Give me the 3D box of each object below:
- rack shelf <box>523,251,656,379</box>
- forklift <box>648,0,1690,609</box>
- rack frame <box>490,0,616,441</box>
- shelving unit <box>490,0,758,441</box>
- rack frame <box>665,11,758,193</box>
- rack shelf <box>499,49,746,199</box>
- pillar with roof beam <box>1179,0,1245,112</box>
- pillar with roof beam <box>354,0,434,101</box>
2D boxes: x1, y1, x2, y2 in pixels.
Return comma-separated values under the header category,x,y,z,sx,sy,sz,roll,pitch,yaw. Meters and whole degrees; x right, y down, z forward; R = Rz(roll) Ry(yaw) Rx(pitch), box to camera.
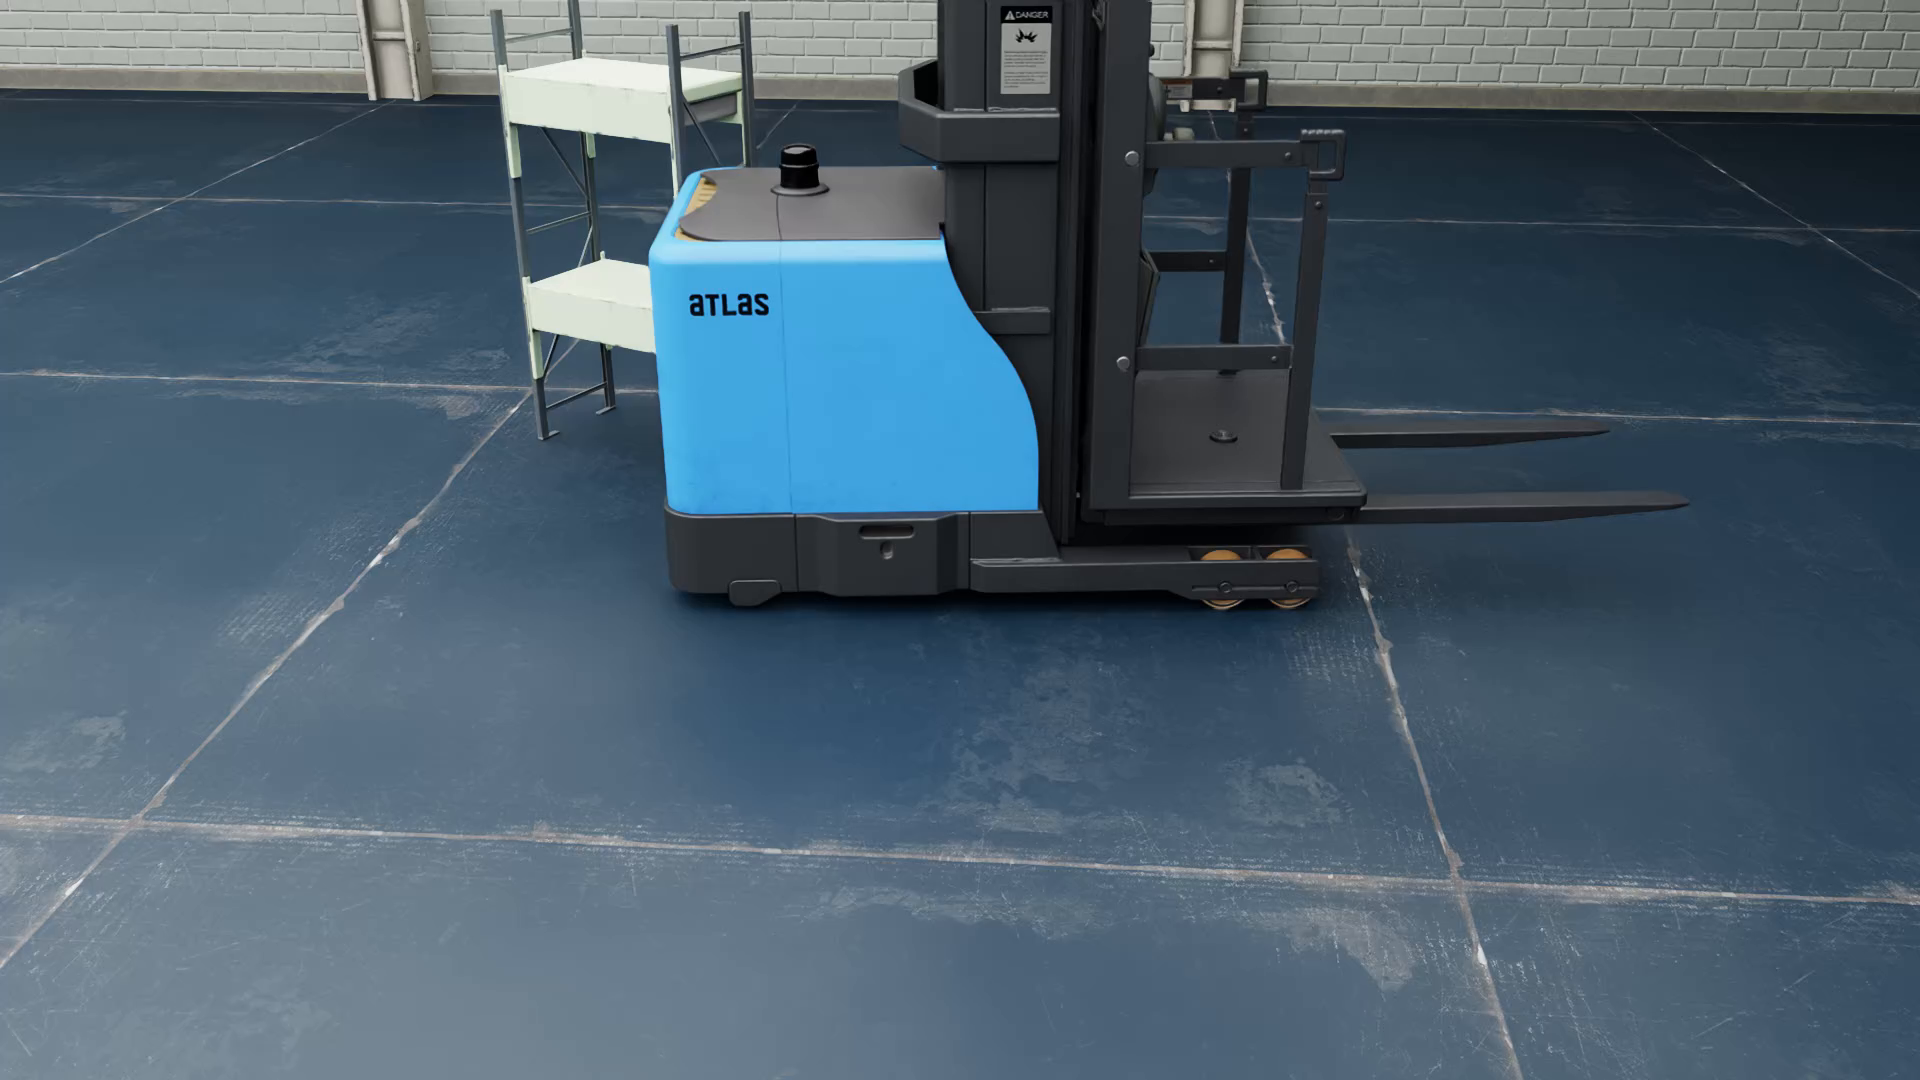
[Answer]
category,x,y,z,sx,sy,sz,roll,pitch,yaw
rack shelf,-1.106,-0.742,5.848,0.720,0.370,0.431,14,28,27
forklift,0.653,-1.354,4.686,3.031,2.935,1.130,-1,25,-2
rack frame,-1.422,-1.115,5.879,0.023,1.500,0.400,14,28,27
shelving unit,-1.106,-1.038,5.712,0.755,1.500,0.431,14,28,27
rack frame,-0.790,-0.961,5.544,0.023,1.500,0.400,14,28,27
rack shelf,-1.106,-1.393,5.549,0.720,0.370,0.431,14,28,27
pillar with roof beam,1.468,-5.430,6.285,0.400,9.000,9.100,2,25,4
pillar with roof beam,-4.514,-5.622,6.702,0.400,9.000,9.100,2,25,4
